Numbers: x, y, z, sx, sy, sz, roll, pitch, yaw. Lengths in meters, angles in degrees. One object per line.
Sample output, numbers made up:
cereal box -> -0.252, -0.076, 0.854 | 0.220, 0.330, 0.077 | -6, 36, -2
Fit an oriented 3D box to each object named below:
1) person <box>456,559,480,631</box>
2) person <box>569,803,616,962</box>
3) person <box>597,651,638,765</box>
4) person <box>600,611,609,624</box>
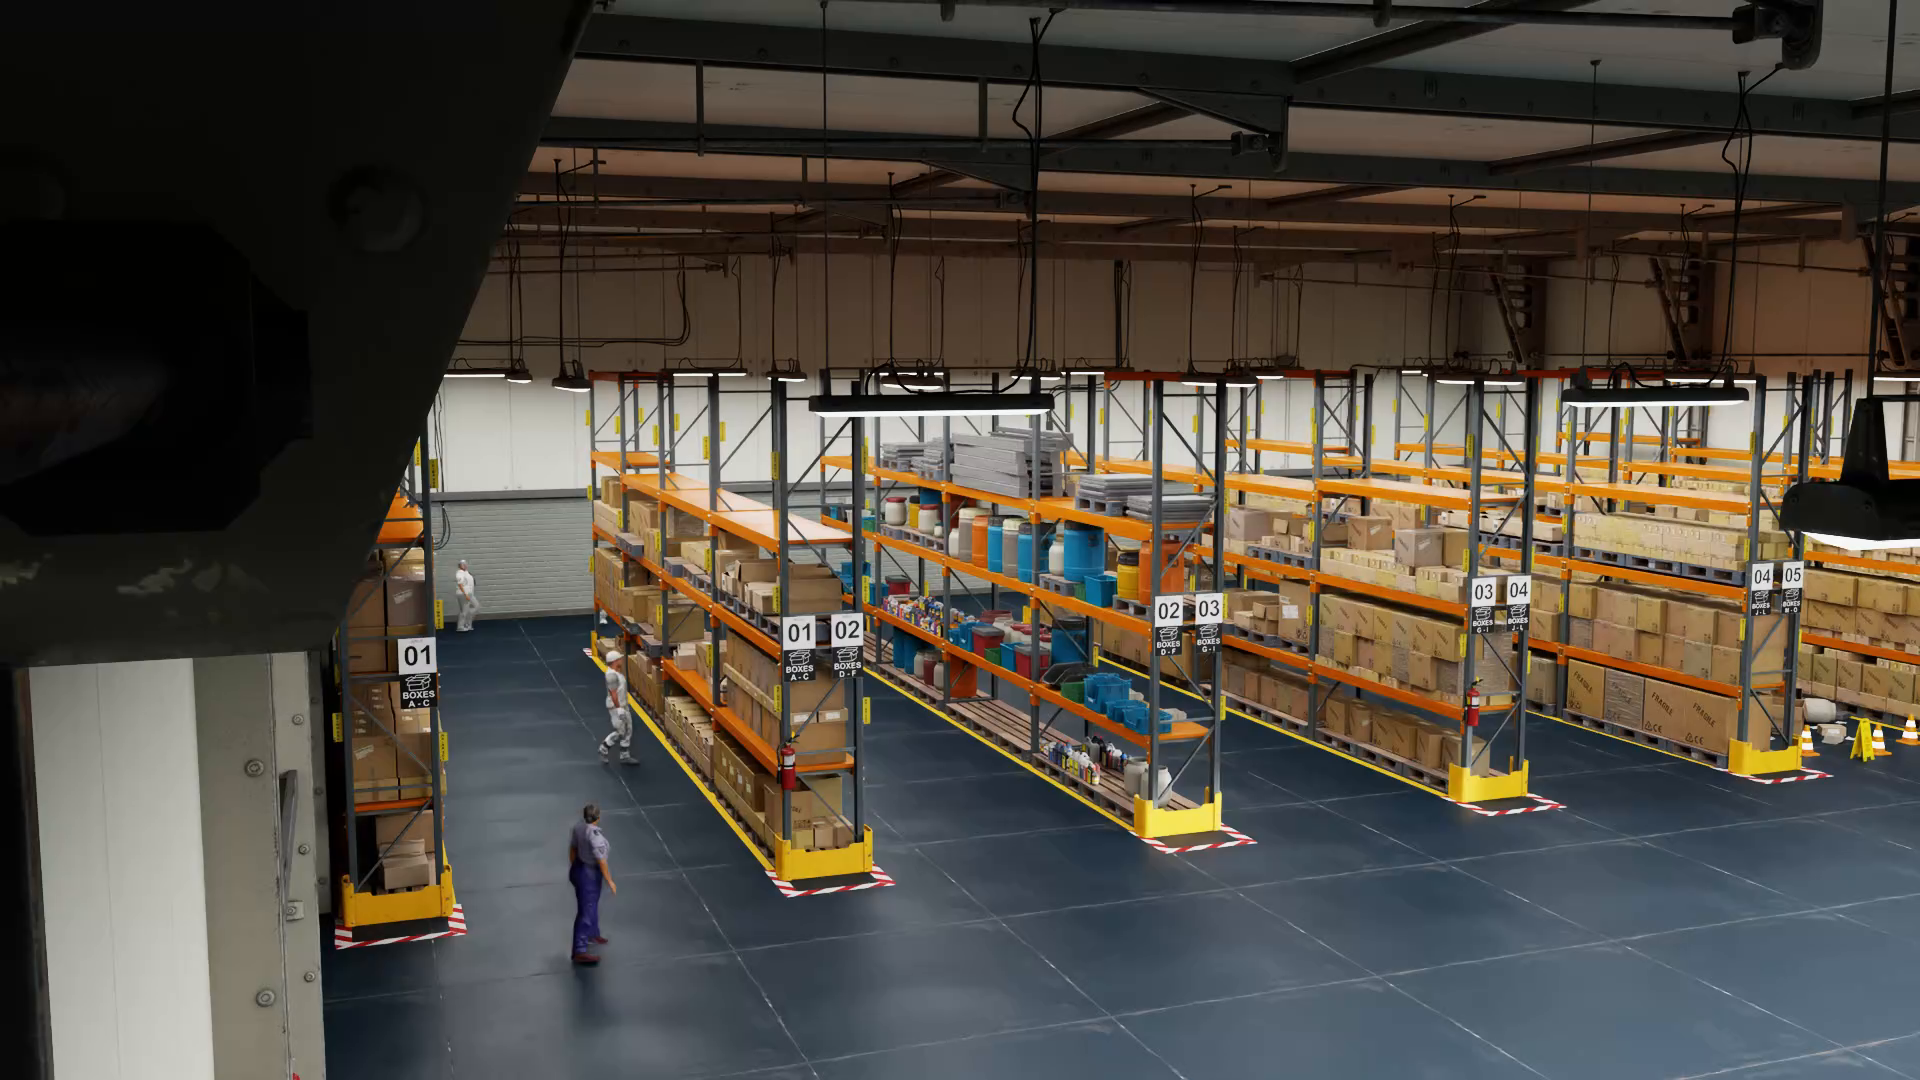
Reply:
person -> -11.264, 1.275, 37.980 | 0.502, 1.684, 0.513 | -1, 6, -8
person -> -3.903, 3.577, 17.555 | 0.583, 1.672, 0.671 | -4, 8, -32
person -> -5.310, 2.585, 25.789 | 0.626, 1.777, 0.600 | 1, 6, 10
person -> -7.998, 1.197, 38.596 | 0.797, 1.643, 0.457 | 0, 6, 4
